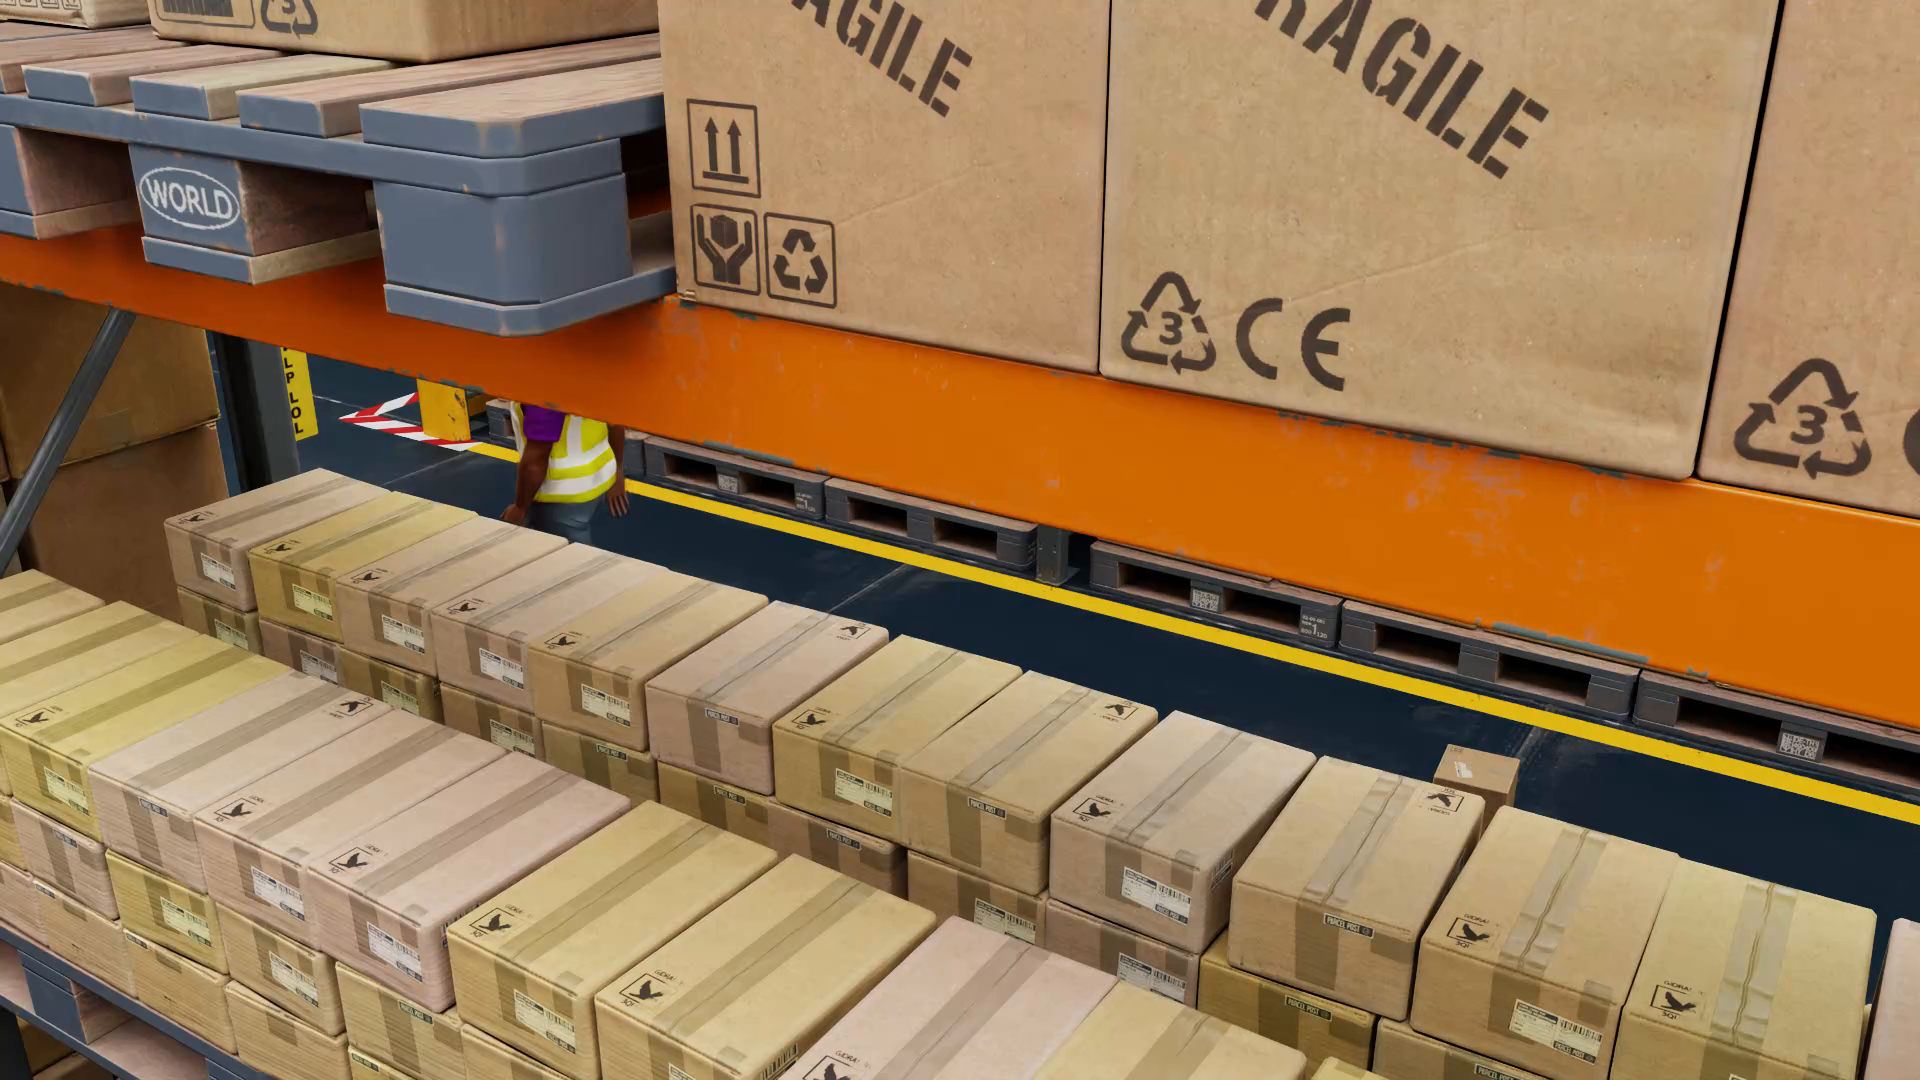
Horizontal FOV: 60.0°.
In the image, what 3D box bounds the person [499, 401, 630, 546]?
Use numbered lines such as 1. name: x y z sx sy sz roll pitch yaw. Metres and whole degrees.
1. person: -1.573 -0.186 6.484 0.476 1.799 0.568 4 23 10
